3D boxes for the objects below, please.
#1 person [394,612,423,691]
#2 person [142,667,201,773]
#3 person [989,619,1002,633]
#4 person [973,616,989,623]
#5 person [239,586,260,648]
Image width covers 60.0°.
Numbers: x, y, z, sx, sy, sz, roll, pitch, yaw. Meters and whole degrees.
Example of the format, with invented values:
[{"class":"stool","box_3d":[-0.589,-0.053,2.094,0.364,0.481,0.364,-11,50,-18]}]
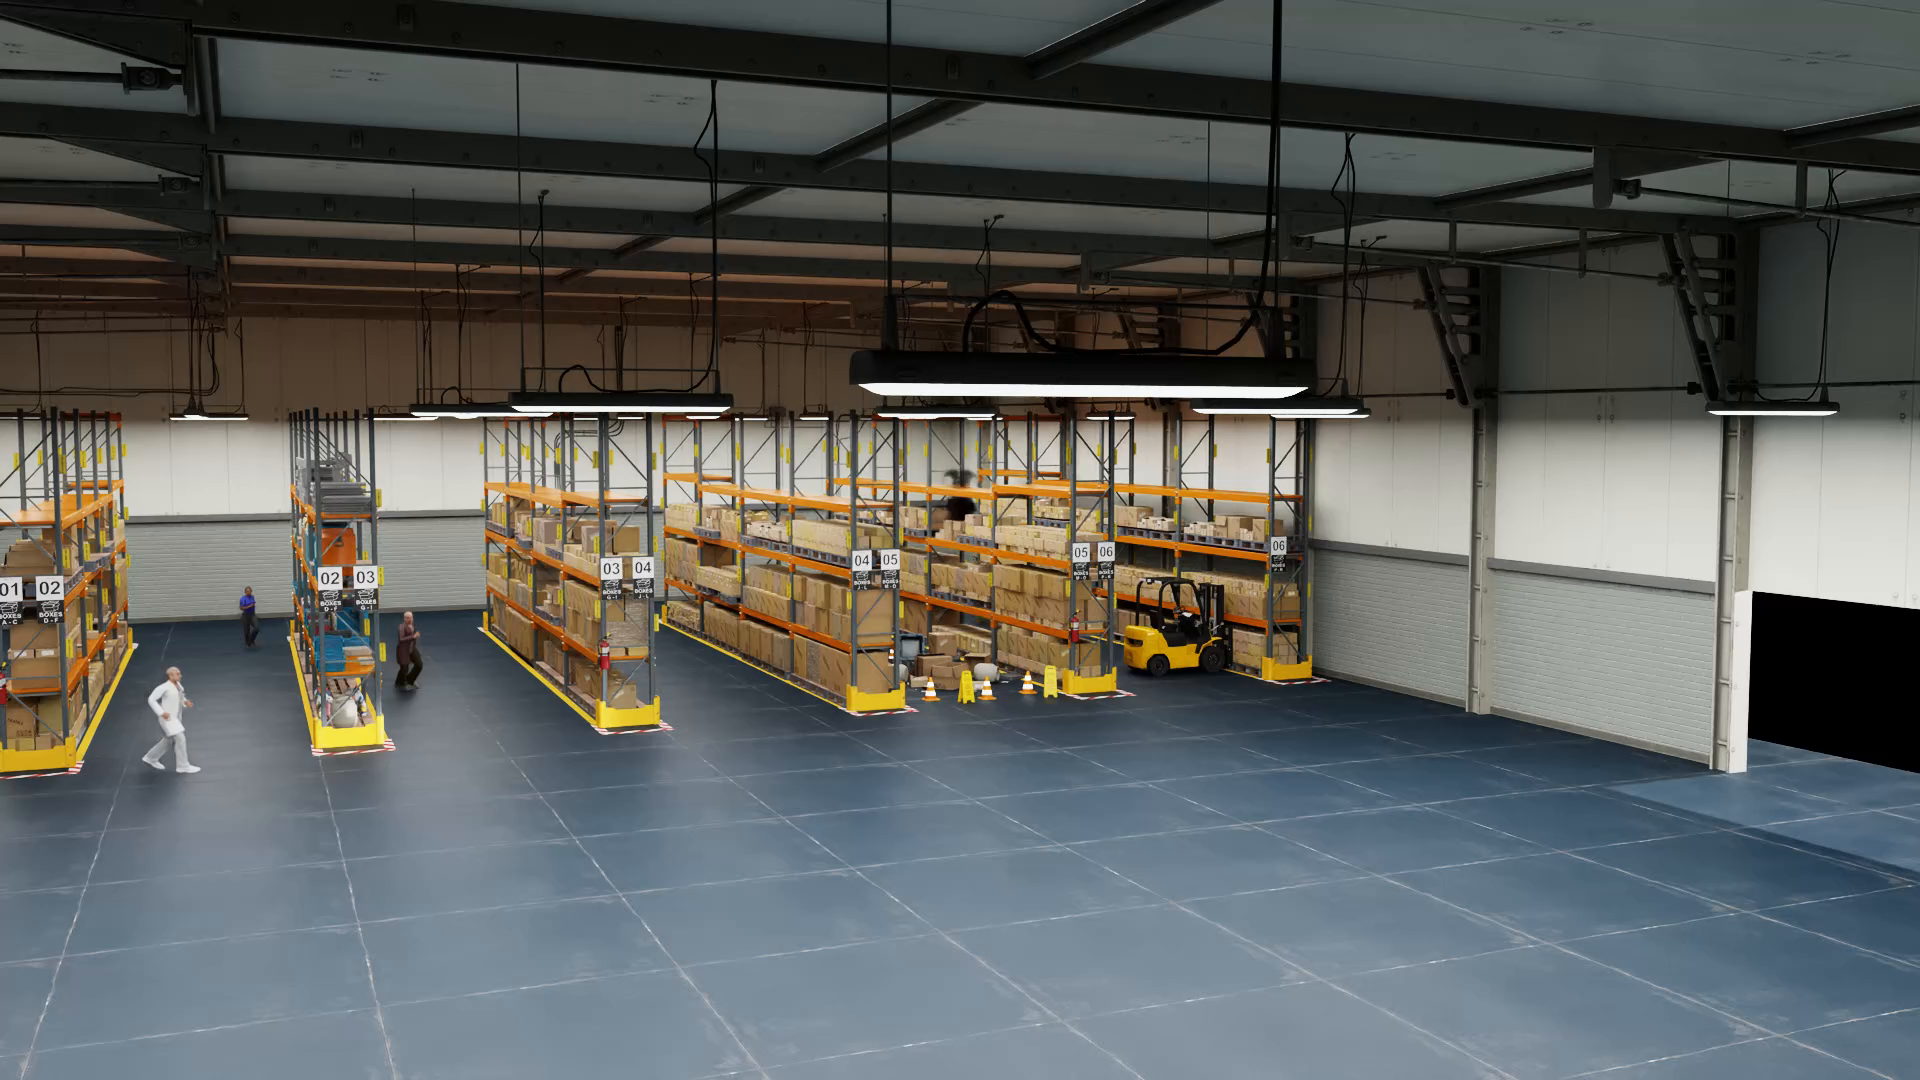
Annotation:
[{"class":"person","box_3d":[-11.789,2.390,35.414,0.940,1.743,0.662,2,4,26]},{"class":"person","box_3d":[-12.924,2.933,27.056,0.952,1.750,0.727,0,4,2]},{"class":"person","box_3d":[0.911,1.892,43.864,0.531,1.525,0.574,-2,4,-25]},{"class":"person","box_3d":[0.746,1.501,47.626,0.860,1.753,0.621,4,5,42]},{"class":"person","box_3d":[-18.044,1.968,42.130,0.508,1.605,0.842,-4,6,-44]}]
